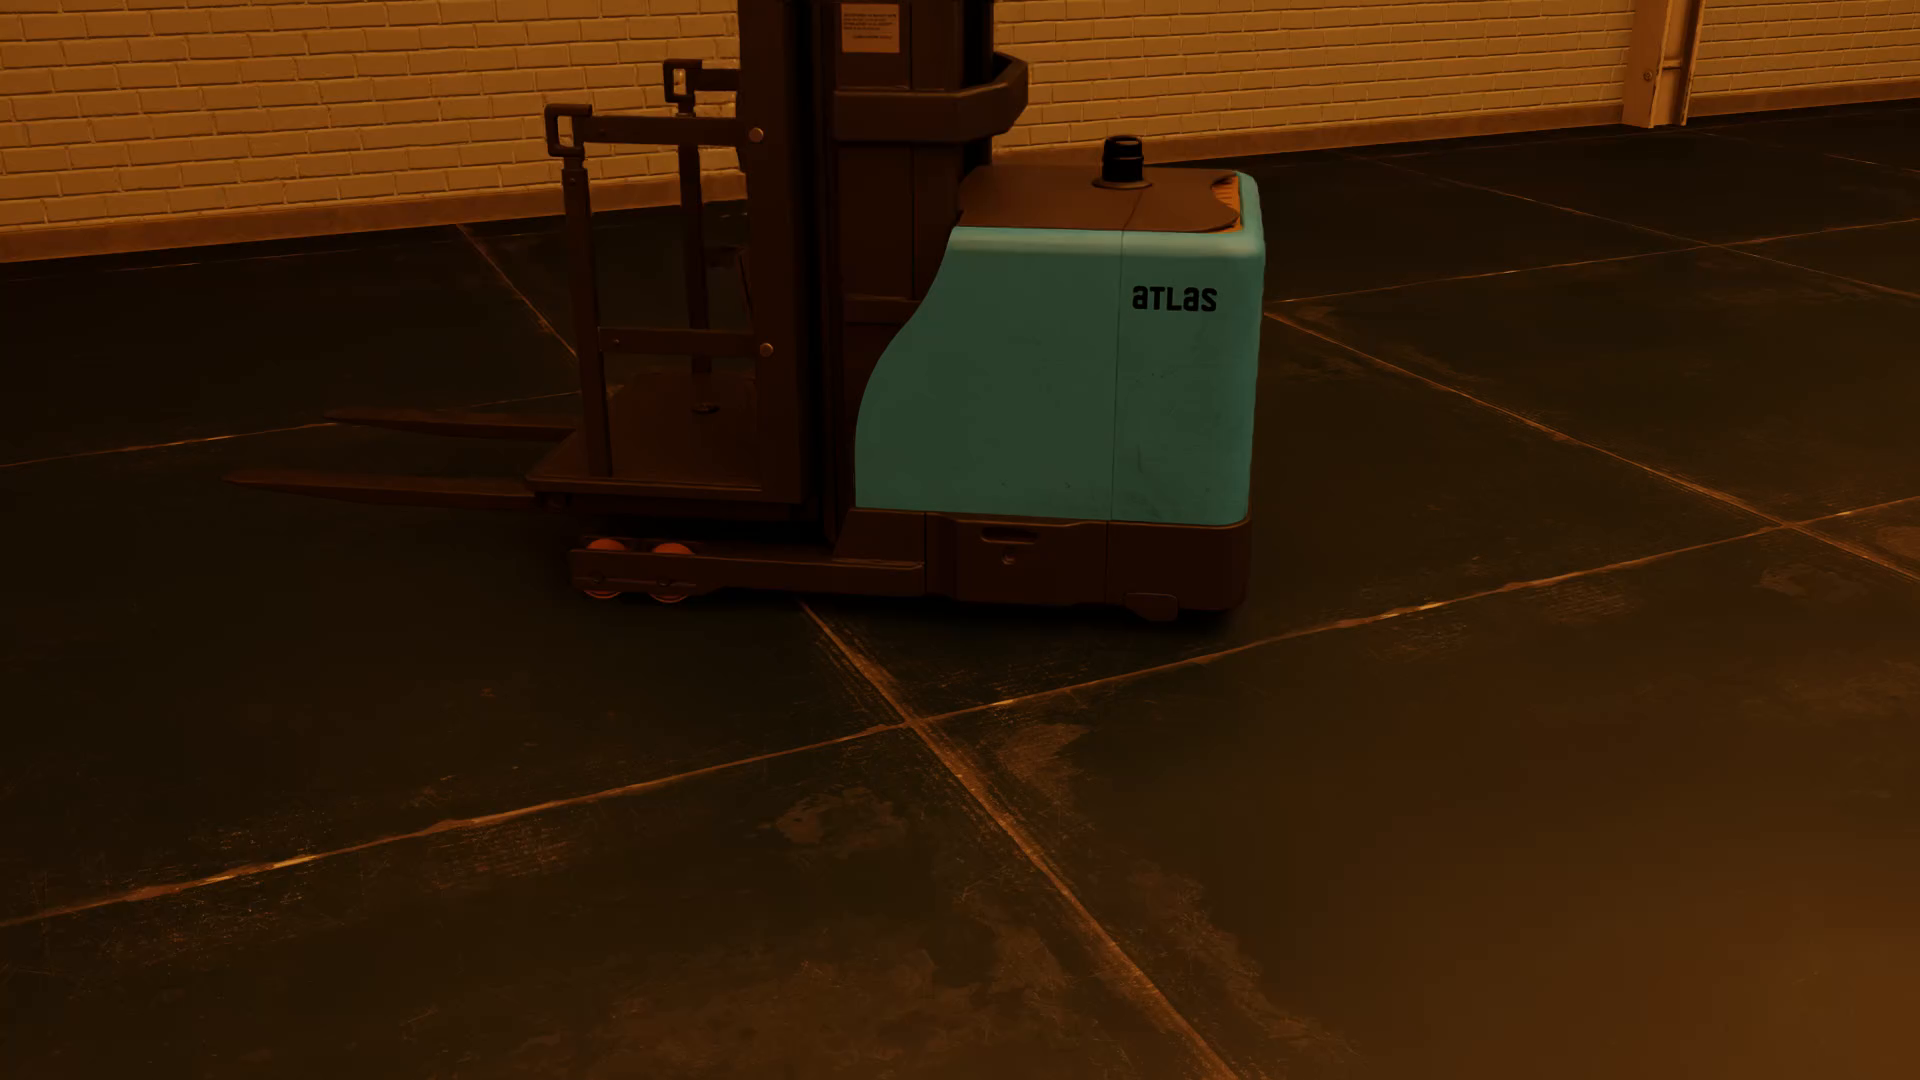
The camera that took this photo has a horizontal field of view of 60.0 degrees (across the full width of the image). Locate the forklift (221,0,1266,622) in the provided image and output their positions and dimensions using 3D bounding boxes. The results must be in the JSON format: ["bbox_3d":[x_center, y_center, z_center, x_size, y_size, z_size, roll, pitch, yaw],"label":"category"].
[{"bbox_3d":[-0.660,-1.373,4.590,3.031,2.935,1.130,3,23,7],"label":"forklift"}]
